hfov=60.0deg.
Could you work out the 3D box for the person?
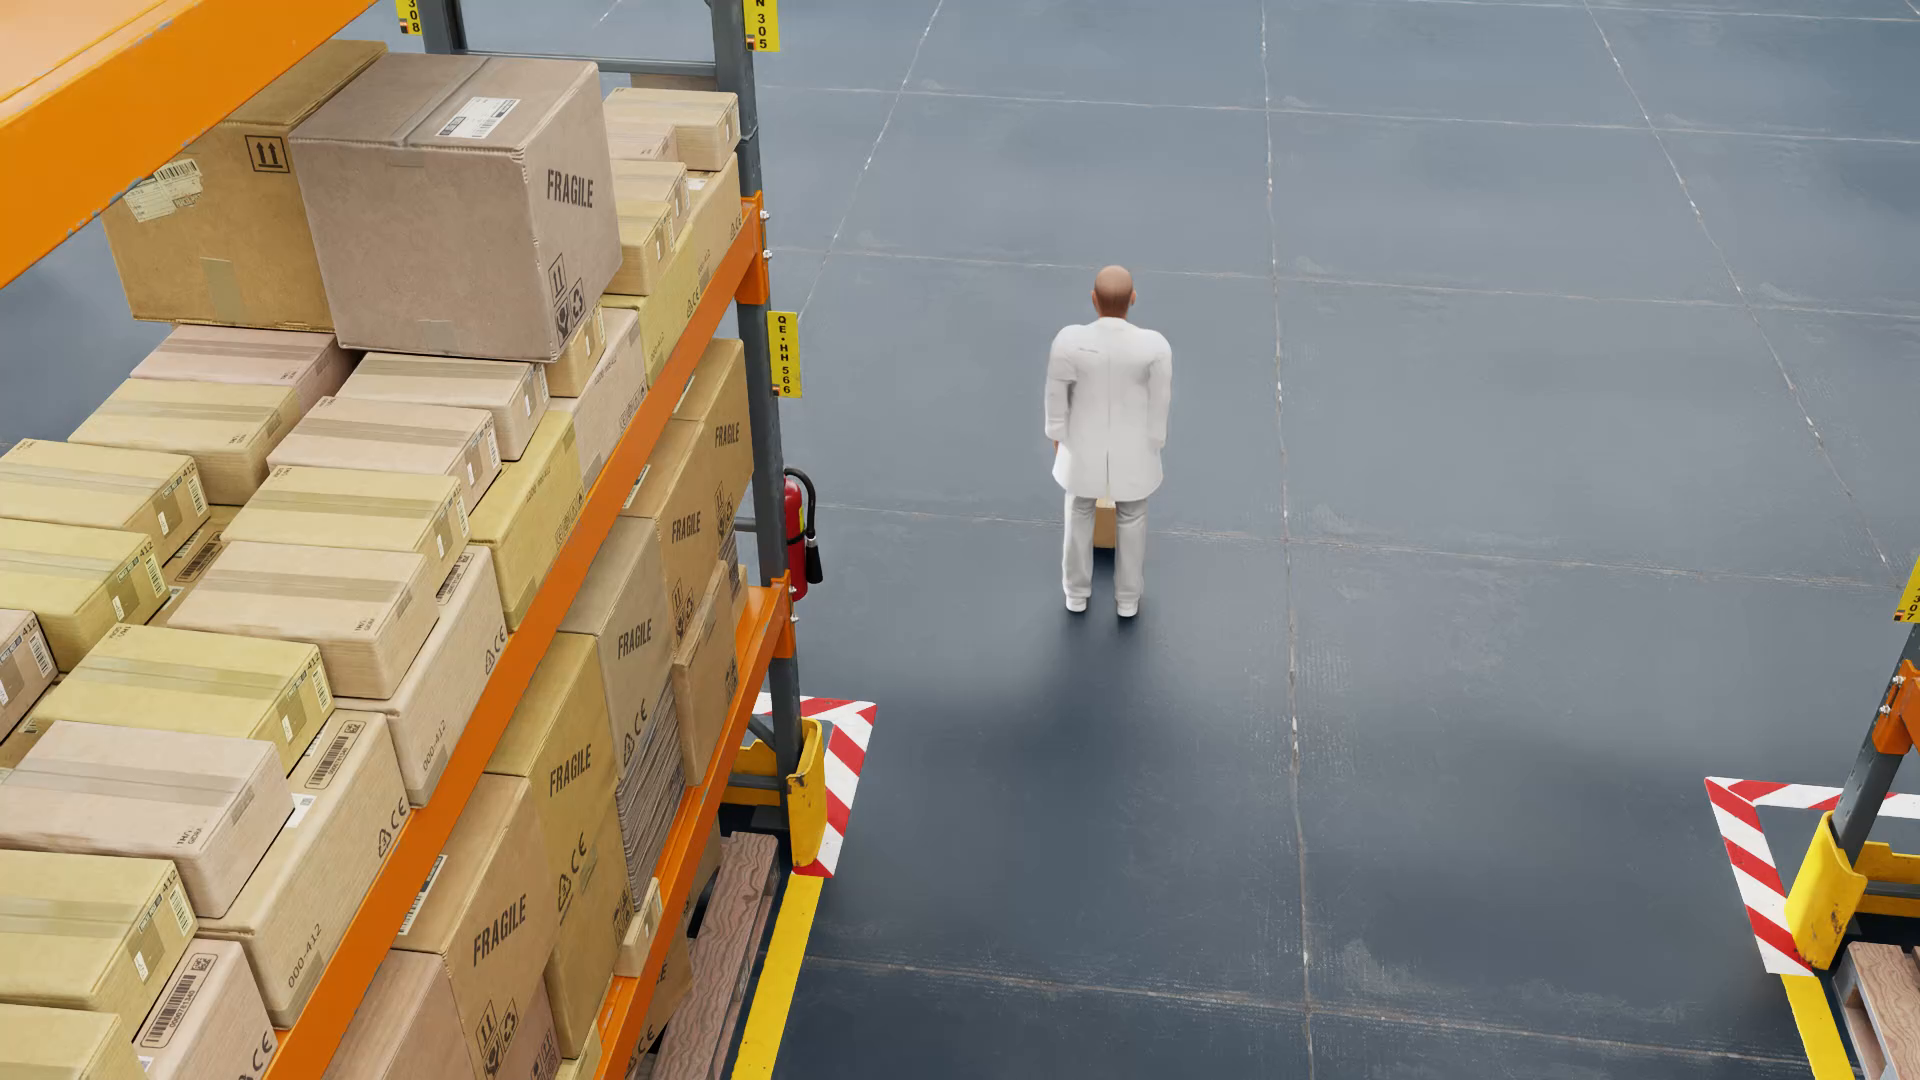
[{"bbox_3d":[0.671,-0.373,7.756,0.565,1.576,0.381,5,36,7],"label":"person"}]
